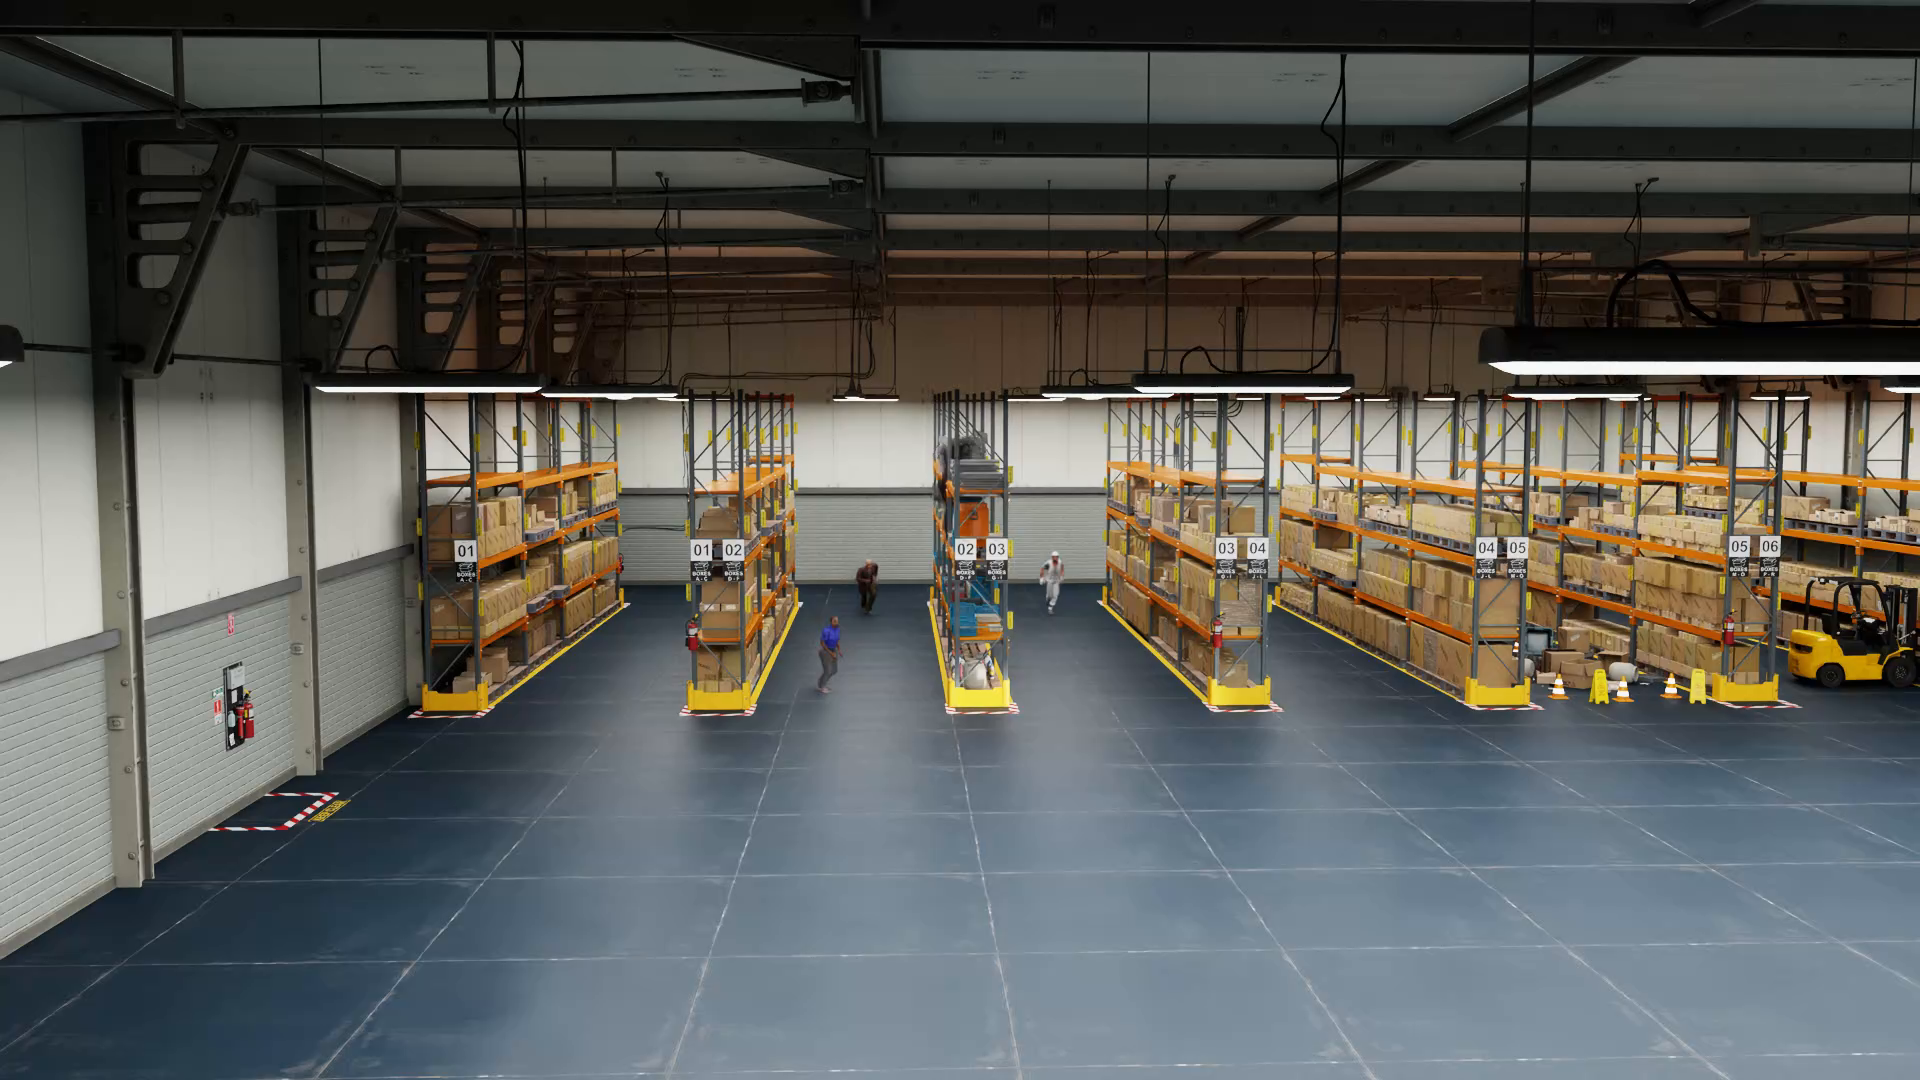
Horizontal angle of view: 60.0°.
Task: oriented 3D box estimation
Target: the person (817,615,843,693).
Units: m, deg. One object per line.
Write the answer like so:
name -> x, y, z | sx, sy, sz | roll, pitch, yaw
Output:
person -> -2.653, 2.256, 33.048 | 0.709, 1.596, 0.544 | 4, 6, 37

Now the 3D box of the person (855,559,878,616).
person -> -2.595, 1.321, 45.484 | 0.720, 1.443, 1.209 | -2, 5, -22

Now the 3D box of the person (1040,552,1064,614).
person -> 2.532, 1.154, 45.600 | 0.658, 1.715, 0.707 | -2, 5, -20
